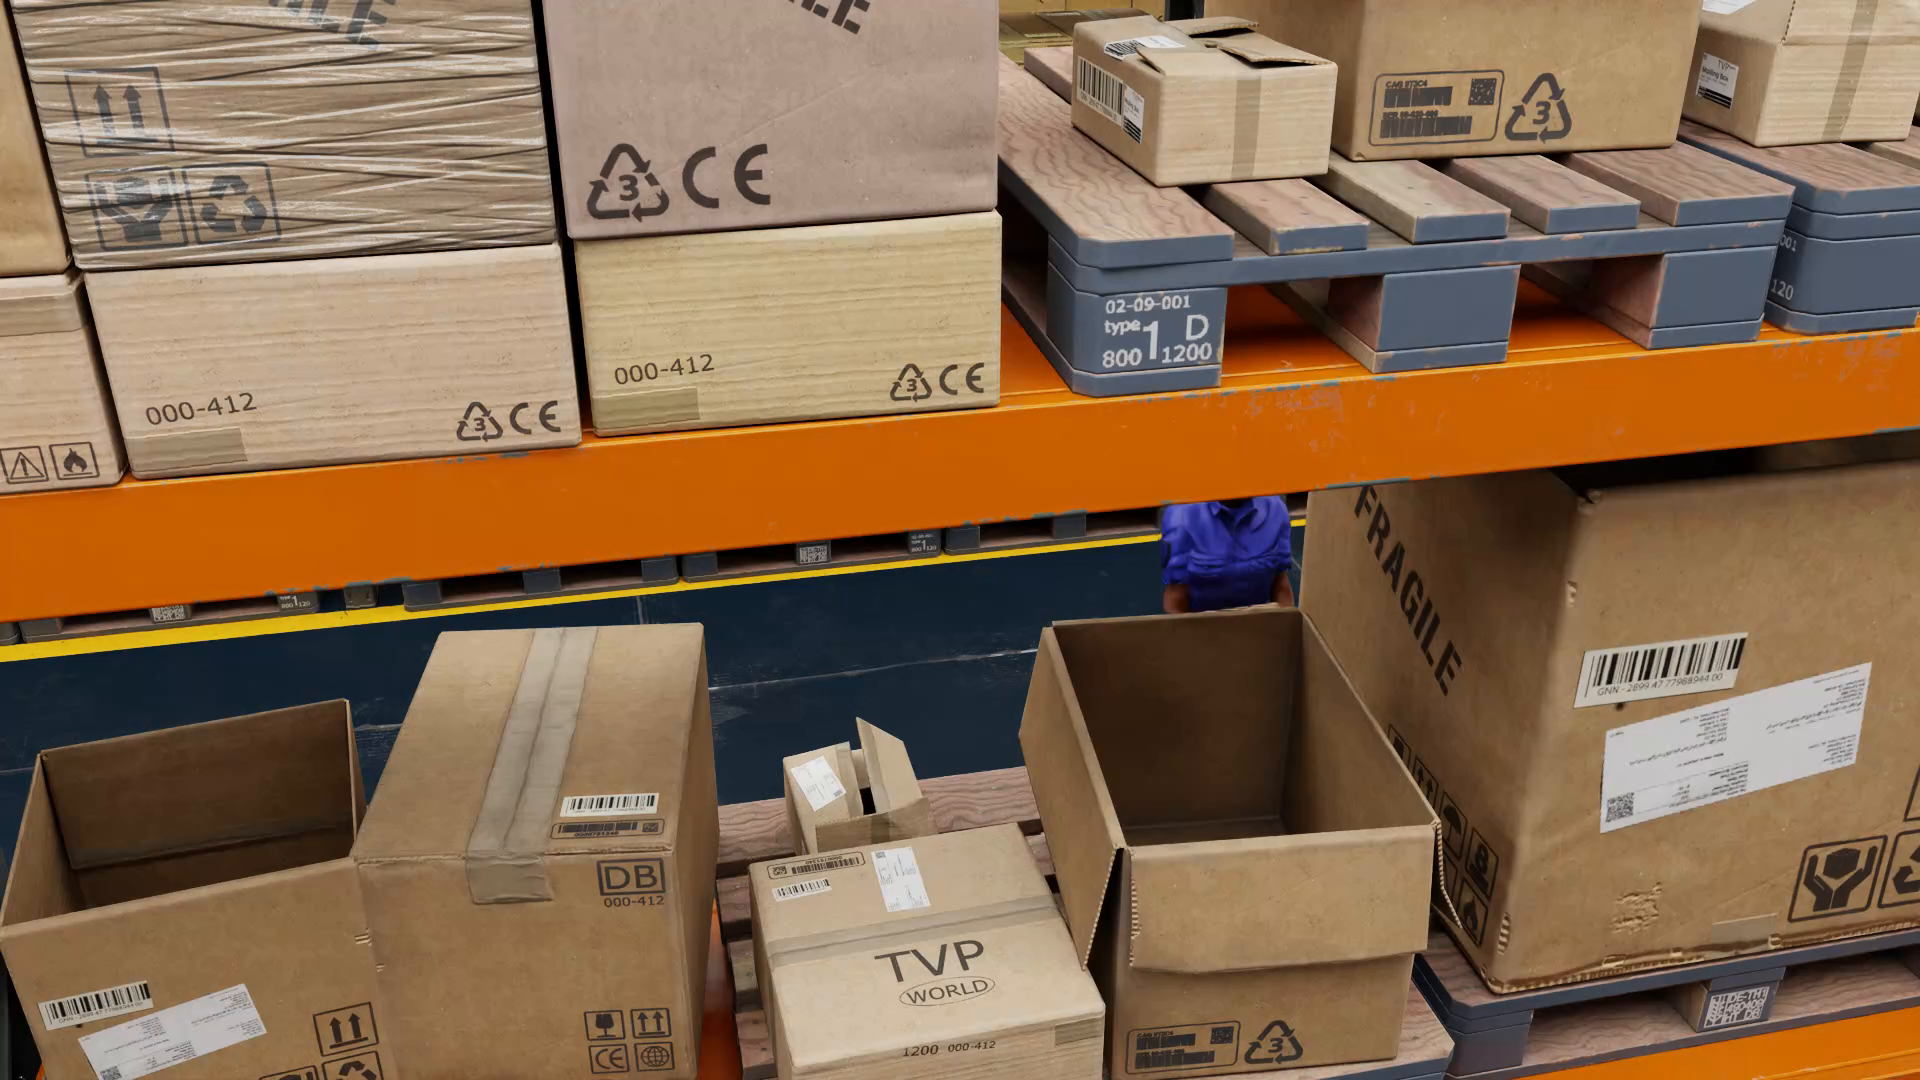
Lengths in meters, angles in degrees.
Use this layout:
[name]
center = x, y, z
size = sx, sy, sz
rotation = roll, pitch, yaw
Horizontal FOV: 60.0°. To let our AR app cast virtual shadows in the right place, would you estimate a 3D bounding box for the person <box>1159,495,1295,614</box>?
[person]
center = 0.847, 0.429, 5.288
size = 0.435, 1.656, 0.504
rotation = -6, 28, -12
